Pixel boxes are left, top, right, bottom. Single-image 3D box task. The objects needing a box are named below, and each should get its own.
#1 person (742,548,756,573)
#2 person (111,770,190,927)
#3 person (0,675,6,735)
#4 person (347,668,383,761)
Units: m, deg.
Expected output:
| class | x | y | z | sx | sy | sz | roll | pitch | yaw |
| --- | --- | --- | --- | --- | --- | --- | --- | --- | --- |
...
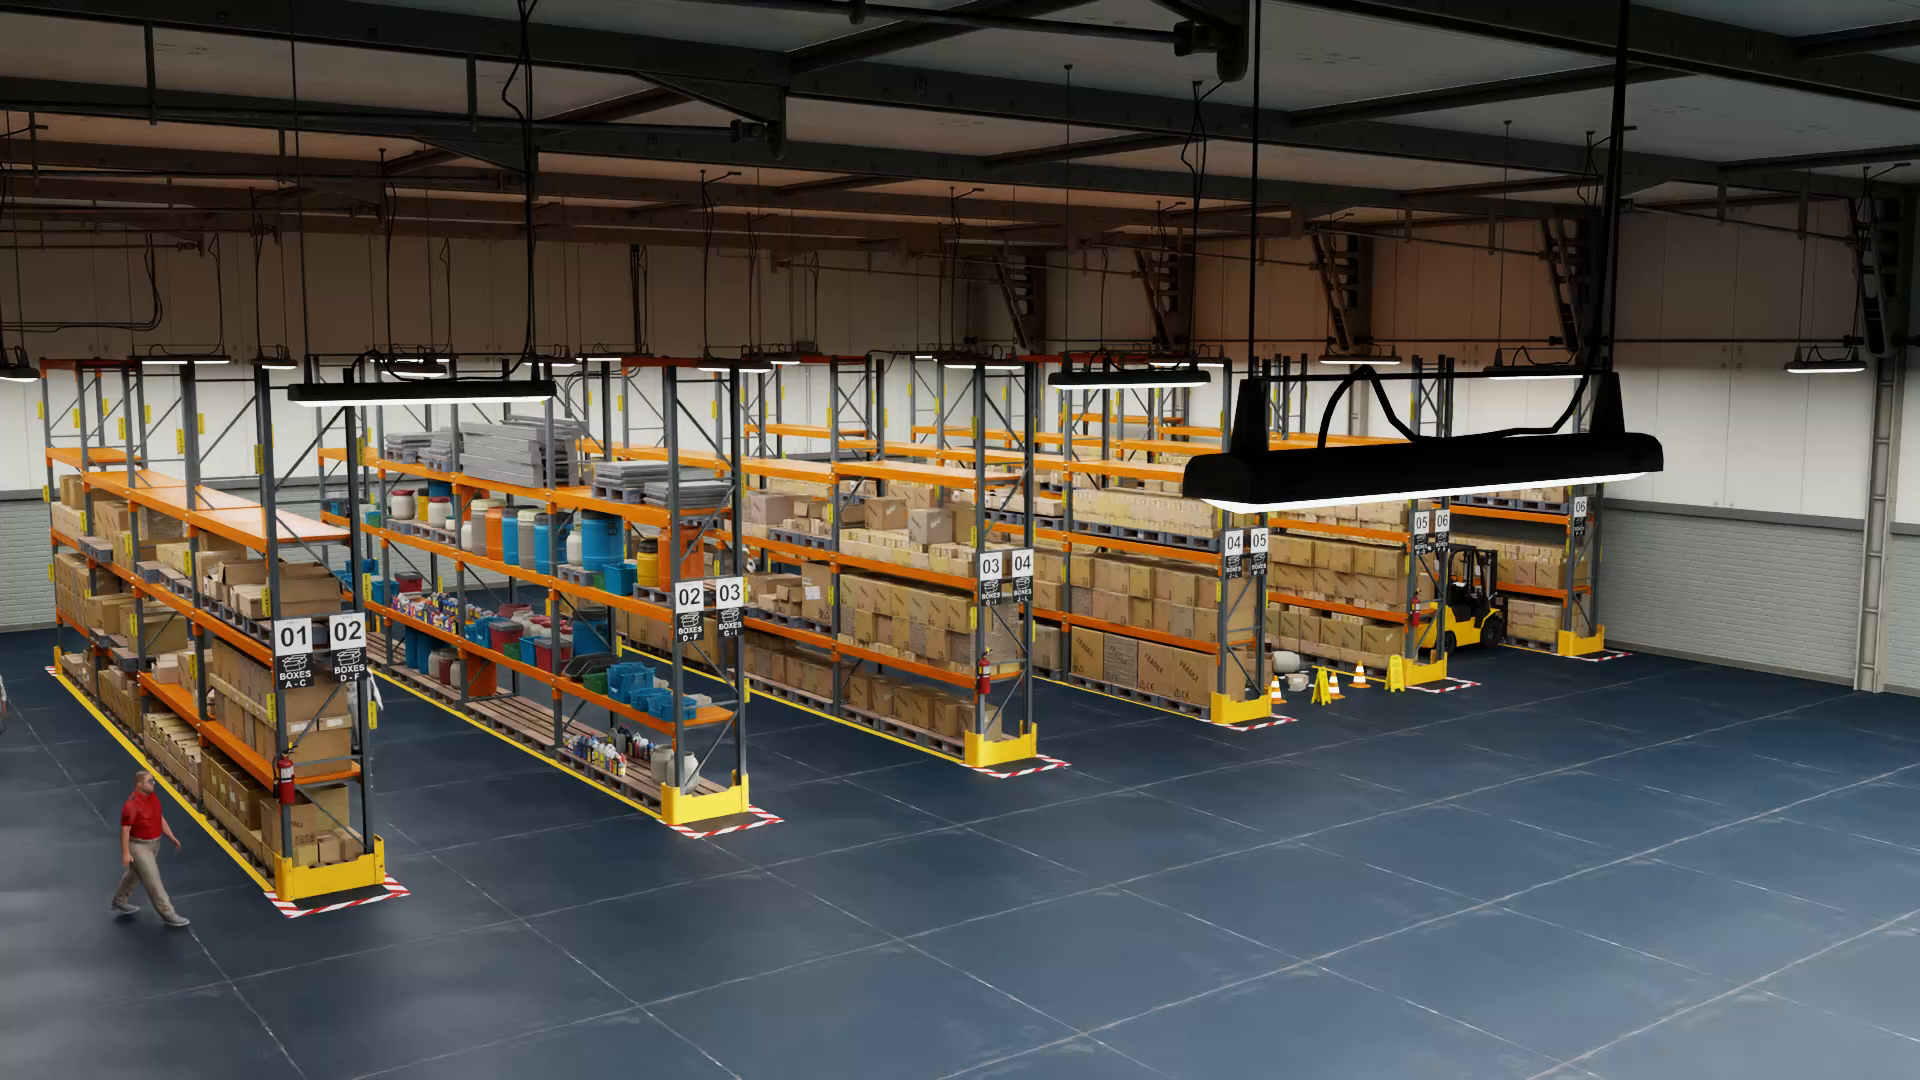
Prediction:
| class | x | y | z | sx | sy | sz | roll | pitch | yaw |
| --- | --- | --- | --- | --- | --- | --- | --- | --- | --- |
| person | -4.875 | 0.977 | 37.850 | 0.505 | 1.605 | 1.034 | -6 | 9 | -39 |
| person | -8.828 | 3.312 | 18.062 | 1.110 | 1.649 | 0.605 | 1 | 7 | 11 |
| person | -14.631 | 2.536 | 25.087 | 0.418 | 1.562 | 0.768 | -5 | 9 | -38 |
| person | -9.103 | 2.471 | 25.249 | 1.052 | 1.621 | 0.567 | 7 | 10 | 44 |
